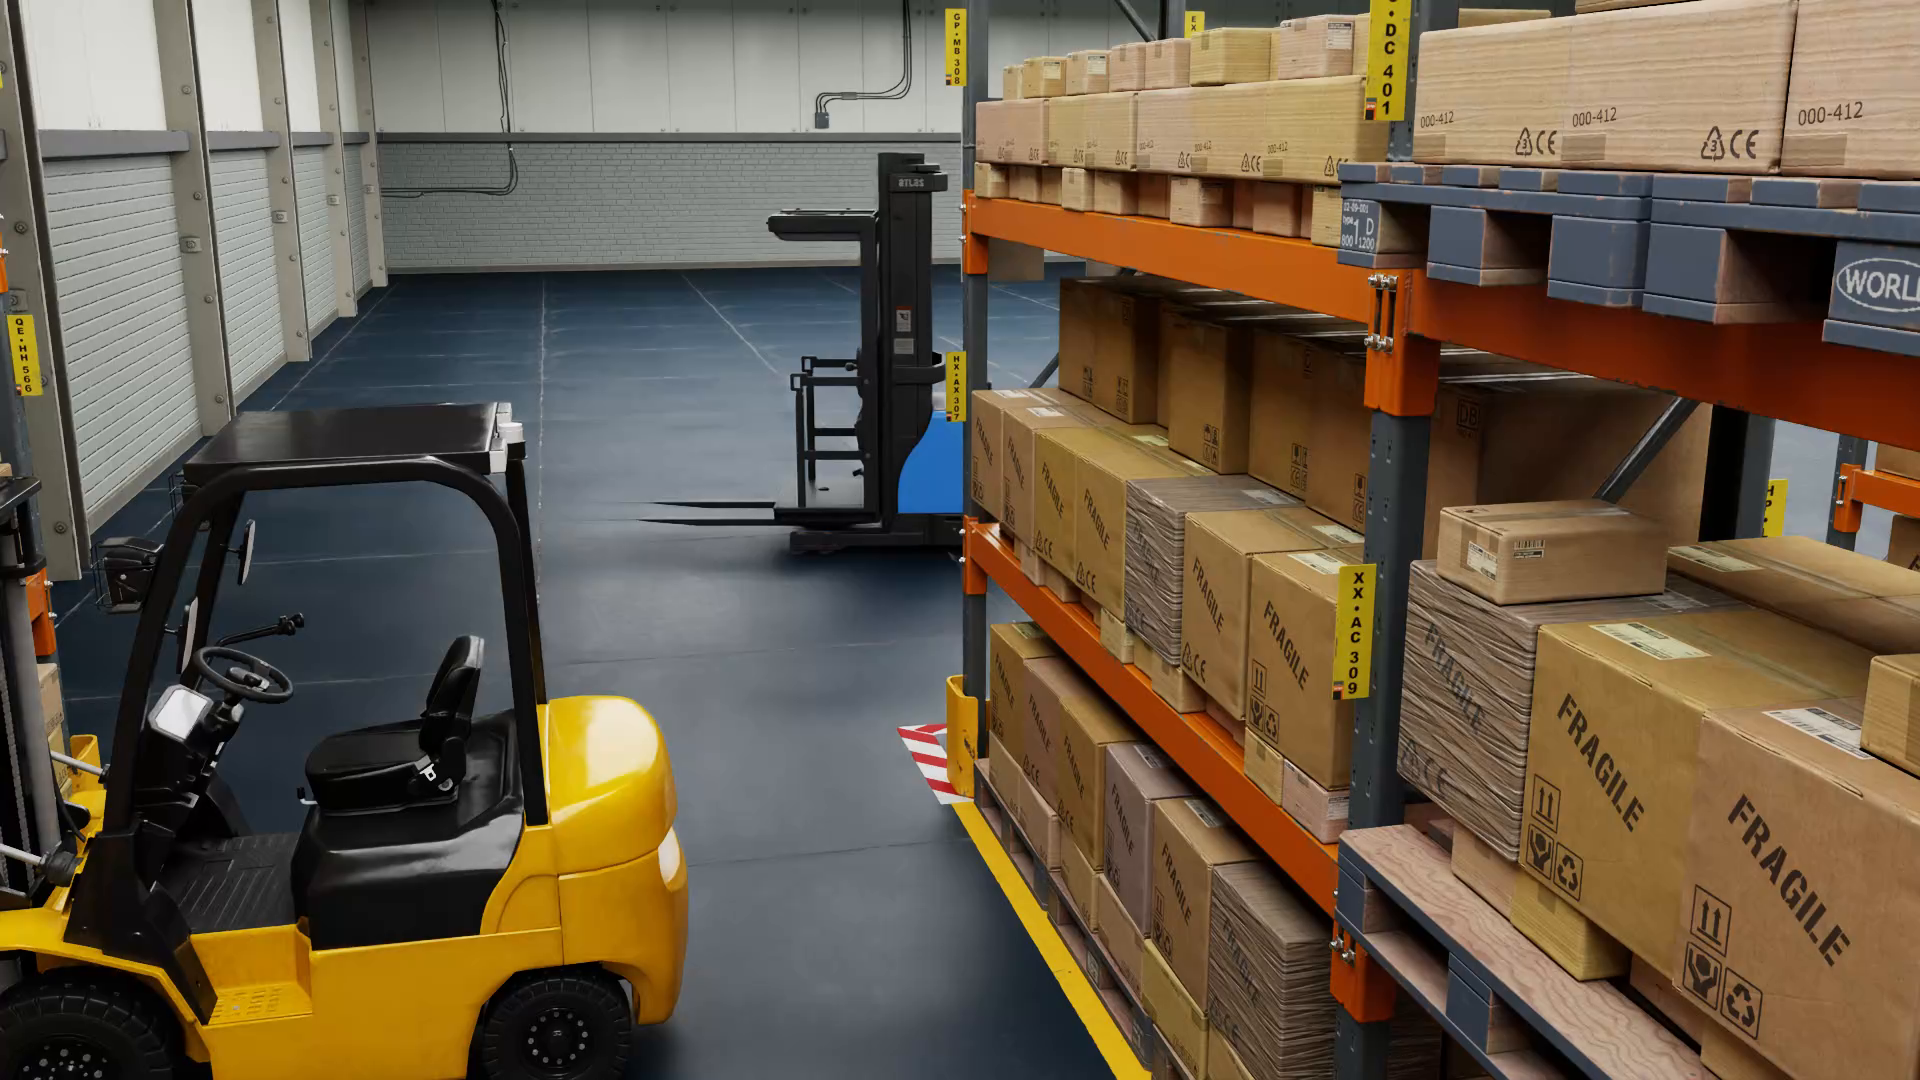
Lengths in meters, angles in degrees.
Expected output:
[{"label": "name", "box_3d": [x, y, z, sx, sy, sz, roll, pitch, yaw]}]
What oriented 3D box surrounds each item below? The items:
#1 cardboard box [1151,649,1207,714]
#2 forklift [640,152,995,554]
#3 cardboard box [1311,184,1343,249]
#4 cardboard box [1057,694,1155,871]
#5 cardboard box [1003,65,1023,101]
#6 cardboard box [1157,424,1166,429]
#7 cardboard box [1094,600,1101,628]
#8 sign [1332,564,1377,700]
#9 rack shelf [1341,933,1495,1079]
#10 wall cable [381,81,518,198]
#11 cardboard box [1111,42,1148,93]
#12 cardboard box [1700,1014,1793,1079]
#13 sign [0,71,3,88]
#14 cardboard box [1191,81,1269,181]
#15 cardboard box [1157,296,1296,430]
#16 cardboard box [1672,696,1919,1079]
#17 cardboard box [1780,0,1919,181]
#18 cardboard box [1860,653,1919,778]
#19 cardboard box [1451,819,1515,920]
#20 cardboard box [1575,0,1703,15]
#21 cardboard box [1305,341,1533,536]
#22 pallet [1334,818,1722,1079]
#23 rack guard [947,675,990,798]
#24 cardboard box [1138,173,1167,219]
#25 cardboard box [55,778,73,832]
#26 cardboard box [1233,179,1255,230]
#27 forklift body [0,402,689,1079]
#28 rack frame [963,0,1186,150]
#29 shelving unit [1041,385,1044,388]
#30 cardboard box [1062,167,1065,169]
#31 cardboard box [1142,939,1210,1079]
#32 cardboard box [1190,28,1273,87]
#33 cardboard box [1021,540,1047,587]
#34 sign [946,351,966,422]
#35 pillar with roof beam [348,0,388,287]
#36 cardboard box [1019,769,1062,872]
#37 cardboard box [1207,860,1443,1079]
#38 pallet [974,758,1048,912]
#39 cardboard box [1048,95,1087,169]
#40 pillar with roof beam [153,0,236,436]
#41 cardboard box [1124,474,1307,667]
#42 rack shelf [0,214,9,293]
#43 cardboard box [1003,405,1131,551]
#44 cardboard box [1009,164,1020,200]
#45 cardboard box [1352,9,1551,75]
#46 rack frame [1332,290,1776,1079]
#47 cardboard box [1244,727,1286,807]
[{"label": "cardboard box", "box_3d": [0.839, 0.436, 5.353, 0.380, 0.149, 0.250, -3, 14, -14]}, {"label": "forklift", "box_3d": [-0.922, -1.443, 12.656, 3.031, 2.935, 1.130, 0, 14, -1]}, {"label": "cardboard box", "box_3d": [1.081, -0.786, 4.033, 0.380, 0.149, 0.250, -3, 14, -13]}, {"label": "cardboard box", "box_3d": [0.677, 0.893, 6.280, 0.500, 0.500, 0.500, -3, 14, -12]}, {"label": "cardboard box", "box_3d": [0.398, -1.947, 7.105, 0.380, 0.149, 0.250, -3, 14, -14]}, {"label": "cardboard box", "box_3d": [1.021, -0.285, 6.937, 0.500, 0.500, 0.500, -3, 14, -13]}, {"label": "cardboard box", "box_3d": [0.710, 0.256, 6.087, 0.380, 0.149, 0.250, -4, 14, -15]}, {"label": "sign", "box_3d": [0.927, 0.216, 3.897, 0.100, 0.325, 0.005, -3, 14, -13]}, {"label": "rack shelf", "box_3d": [1.922, 1.416, 2.328, 1.077, 0.370, 4.000, -3, 14, -13]}, {"label": "wall cable", "box_3d": [-11.476, -8.909, 36.977, 3.097, 2.526, 0.112, -3, 14, -13]}, {"label": "cardboard box", "box_3d": [0.709, -1.531, 5.402, 0.380, 0.149, 0.250, -3, 14, -12]}, {"label": "cardboard box", "box_3d": [1.486, 0.849, 2.776, 0.380, 0.149, 0.250, -3, 14, -12]}, {"label": "sign", "box_3d": [-3.780, -1.916, 6.431, 0.100, 0.325, 0.005, -3, 14, -13]}, {"label": "cardboard box", "box_3d": [0.967, -1.127, 4.590, 0.500, 0.250, 0.500, -4, 14, -14]}, {"label": "cardboard box", "box_3d": [1.176, -0.662, 6.372, 0.700, 0.500, 0.500, -3, 14, -14]}, {"label": "cardboard box", "box_3d": [1.505, 0.562, 2.583, 0.500, 0.500, 0.500, -3, 14, -14]}, {"label": "cardboard box", "box_3d": [1.460, -0.594, 2.151, 0.500, 0.250, 0.500, -3, 14, -14]}, {"label": "cardboard box", "box_3d": [1.574, 0.266, 2.430, 0.380, 0.149, 0.250, -2, 14, -10]}, {"label": "cardboard box", "box_3d": [1.275, 0.668, 3.517, 0.380, 0.149, 0.250, -3, 14, -12]}, {"label": "cardboard box", "box_3d": [1.327, -0.955, 2.572, 0.500, 0.250, 0.500, -4, 14, -14]}, {"label": "cardboard box", "box_3d": [1.461, -0.307, 4.917, 0.700, 0.500, 0.500, -3, 14, -13]}, {"label": "pallet", "box_3d": [1.490, 0.882, 3.399, 1.003, 0.211, 1.213, -3, 14, -13]}, {"label": "rack guard", "box_3d": [0.531, 0.914, 8.133, 1.175, 0.500, 0.348, -3, 14, -13]}, {"label": "cardboard box", "box_3d": [0.811, -1.148, 5.514, 0.380, 0.149, 0.250, -3, 14, -14]}, {"label": "cardboard box", "box_3d": [-3.894, 1.182, 6.677, 0.500, 0.250, 0.500, -3, 14, -13]}, {"label": "cardboard box", "box_3d": [1.011, -0.968, 4.778, 0.380, 0.149, 0.250, -4, 14, -15]}, {"label": "forklift body", "box_3d": [-2.092, 0.708, 5.498, 2.313, 2.155, 1.214, -3, 14, -13]}, {"label": "rack frame", "box_3d": [0.513, -3.232, 7.196, 1.000, 3.000, 0.127, -3, 14, -13]}, {"label": "shelving unit", "box_3d": [0.743, -0.548, 12.643, 0.258, 1.200, 0.503, 0, 14, 0]}, {"label": "cardboard box", "box_3d": [0.601, -1.323, 6.231, 0.380, 0.149, 0.250, -4, 14, -15]}, {"label": "cardboard box", "box_3d": [0.917, 1.493, 5.405, 0.500, 0.250, 0.500, -4, 14, -15]}, {"label": "cardboard box", "box_3d": [0.867, -1.352, 4.669, 0.380, 0.149, 0.250, -3, 14, -12]}, {"label": "cardboard box", "box_3d": [0.463, 0.078, 6.815, 0.380, 0.149, 0.250, -3, 14, -12]}, {"label": "sign", "box_3d": [-0.015, -0.708, 7.681, 0.100, 0.325, 0.005, -3, 14, -13]}, {"label": "pillar with roof beam", "box_3d": [-7.885, -9.905, 34.507, 9.100, 9.000, 0.400, -3, 14, -13]}, {"label": "cardboard box", "box_3d": [0.546, 1.134, 6.876, 0.500, 0.250, 0.500, -3, 14, -11]}, {"label": "cardboard box", "box_3d": [1.052, 1.251, 4.816, 0.500, 0.500, 0.500, -3, 14, -14]}, {"label": "pallet", "box_3d": [0.687, 1.244, 7.392, 1.003, 0.211, 1.213, -3, 14, -13]}, {"label": "cardboard box", "box_3d": [0.626, -1.481, 6.039, 0.500, 0.250, 0.500, -3, 14, -12]}, {"label": "pillar with roof beam", "box_3d": [-3.657, -5.752, 17.510, 9.100, 9.000, 0.400, -3, 14, -13]}, {"label": "cardboard box", "box_3d": [0.852, 0.085, 5.420, 0.500, 0.500, 0.500, -3, 14, -12]}, {"label": "rack shelf", "box_3d": [-3.841, -0.687, 4.613, 1.077, 0.370, 4.000, -3, 14, -13]}, {"label": "cardboard box", "box_3d": [0.479, -0.267, 6.862, 0.500, 0.500, 0.500, -3, 14, -11]}, {"label": "cardboard box", "box_3d": [0.424, -1.503, 6.967, 0.380, 0.149, 0.250, -4, 14, -15]}, {"label": "cardboard box", "box_3d": [1.166, -1.179, 3.959, 0.380, 0.149, 0.250, -3, 14, -12]}, {"label": "rack frame", "box_3d": [1.452, 0.605, 4.131, 1.000, 3.000, 0.127, -3, 14, -13]}, {"label": "cardboard box", "box_3d": [1.015, 0.613, 4.629, 0.380, 0.149, 0.250, -3, 14, -12]}]
